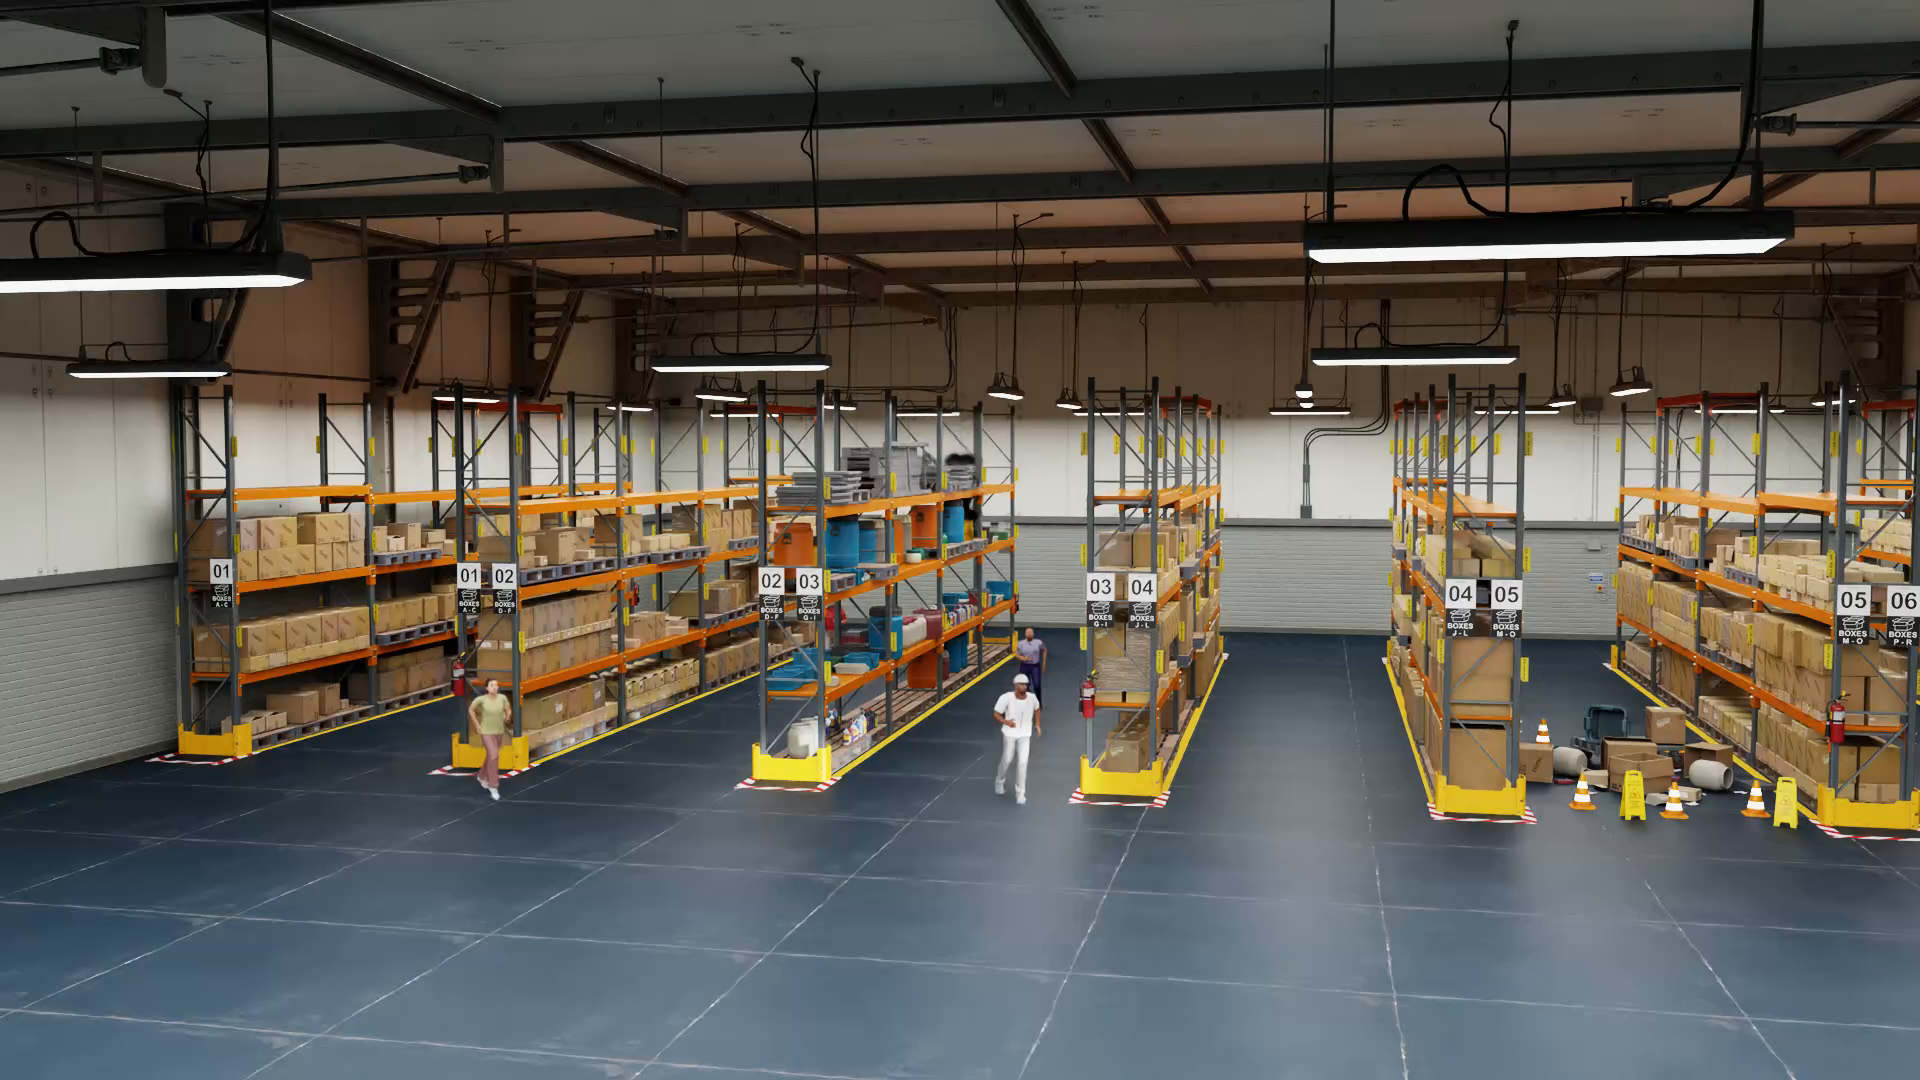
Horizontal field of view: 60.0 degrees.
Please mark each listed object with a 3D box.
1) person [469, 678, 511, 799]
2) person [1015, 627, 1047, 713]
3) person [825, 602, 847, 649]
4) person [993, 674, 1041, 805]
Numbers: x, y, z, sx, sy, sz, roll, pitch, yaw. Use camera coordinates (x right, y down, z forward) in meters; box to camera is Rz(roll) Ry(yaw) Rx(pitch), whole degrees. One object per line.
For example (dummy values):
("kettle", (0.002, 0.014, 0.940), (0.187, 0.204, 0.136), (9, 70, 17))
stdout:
("person", (-6.754, 2.819, 23.987), (0.570, 1.713, 0.800), (-3, 4, -44))
("person", (1.334, 2.442, 31.139), (0.601, 1.623, 0.648), (0, 3, 1))
("person", (-2.790, 2.094, 36.230), (0.657, 1.743, 0.956), (0, 3, 3))
("person", (0.832, 2.795, 23.635), (0.740, 1.800, 0.829), (-1, 3, -13))
